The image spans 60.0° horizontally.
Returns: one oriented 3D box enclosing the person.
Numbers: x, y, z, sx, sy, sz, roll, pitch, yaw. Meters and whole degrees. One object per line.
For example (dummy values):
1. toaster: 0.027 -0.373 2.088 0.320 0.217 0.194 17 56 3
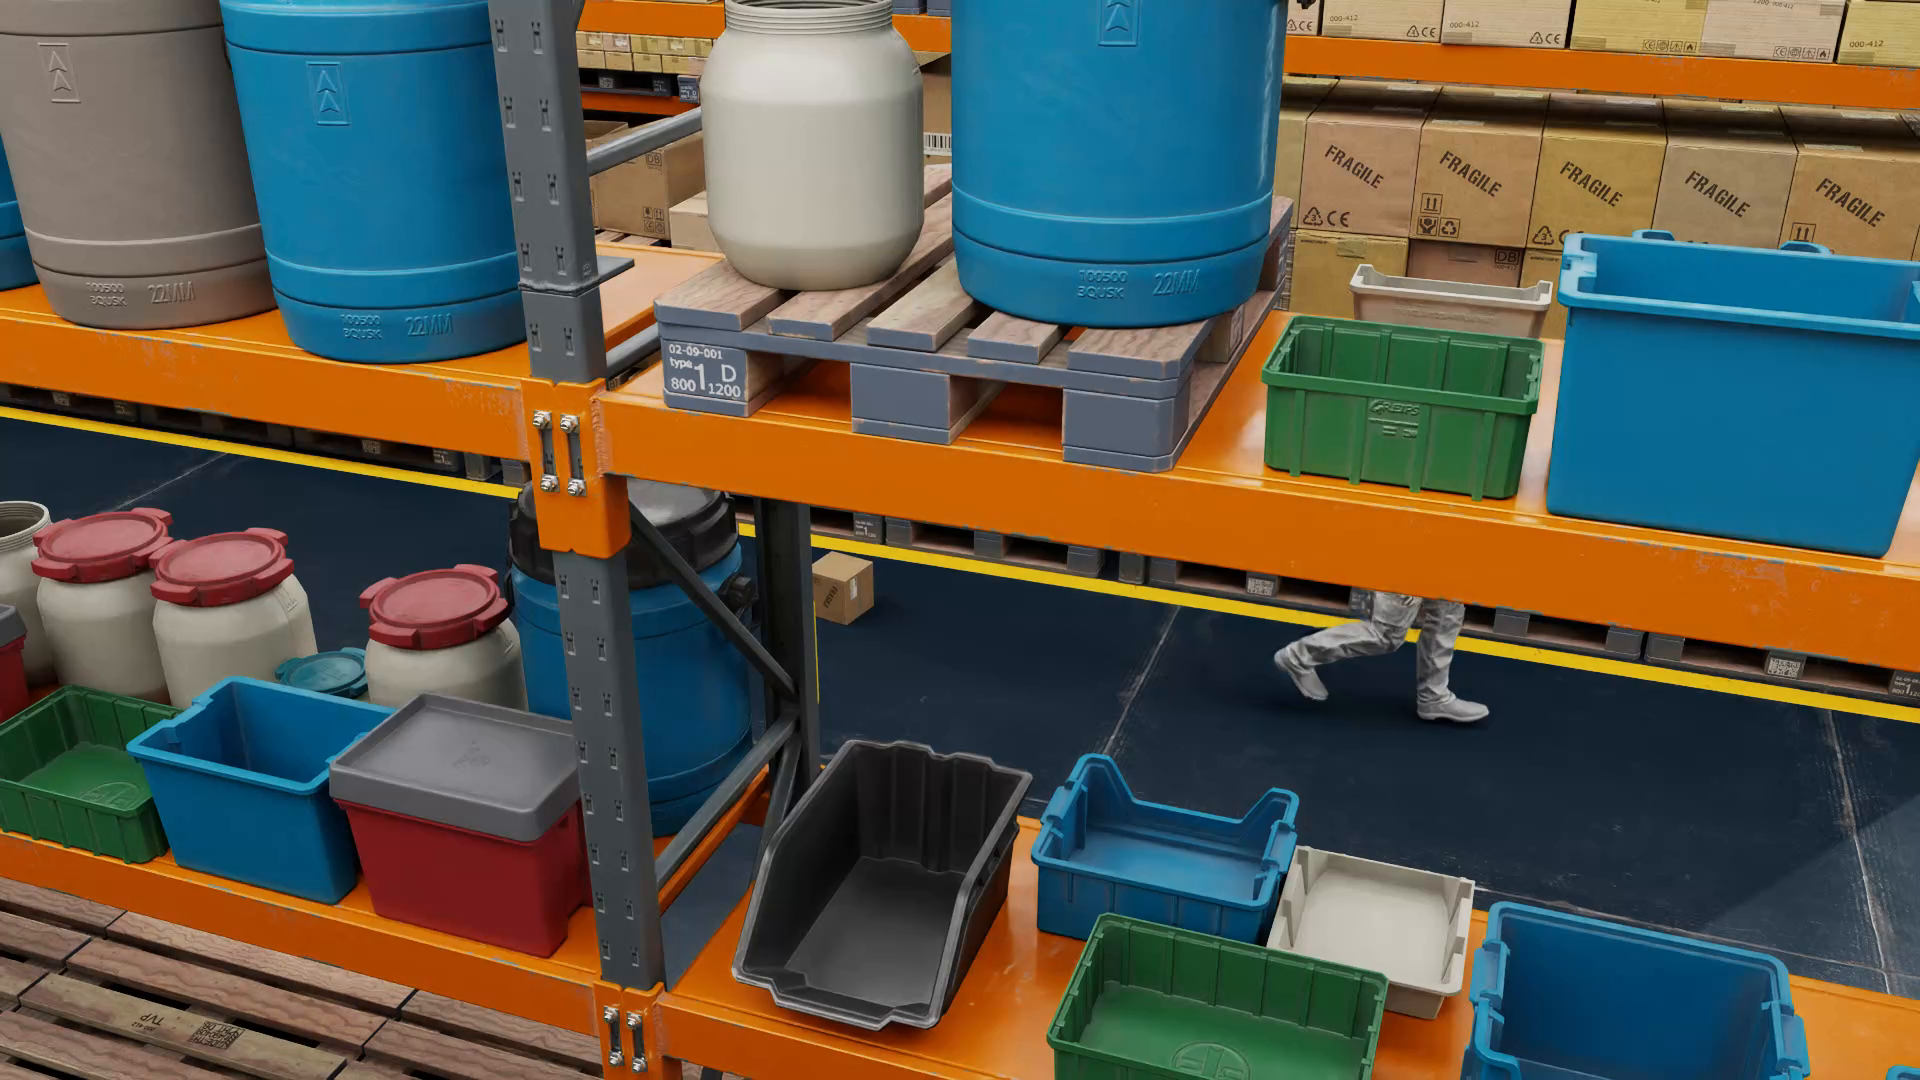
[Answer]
1. person: 1.873 -0.005 7.093 0.937 1.751 0.576 10 27 19
